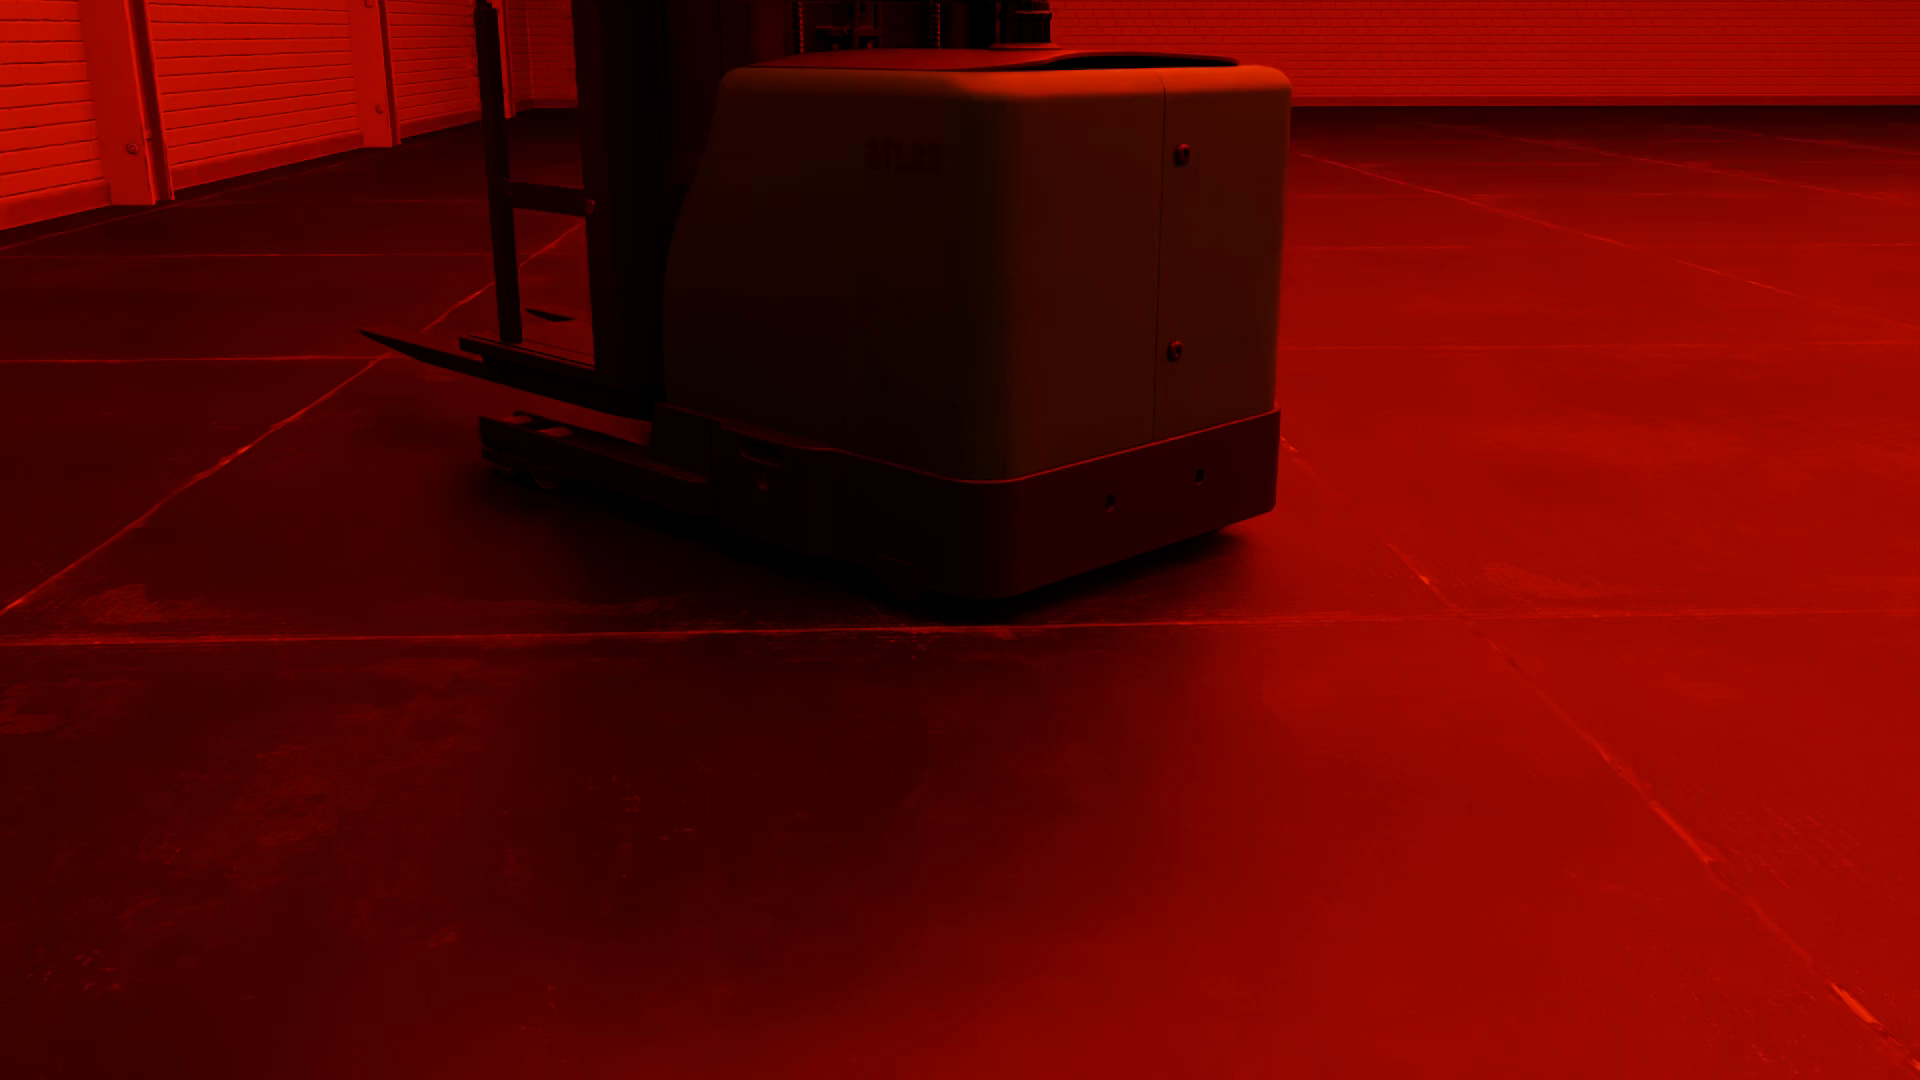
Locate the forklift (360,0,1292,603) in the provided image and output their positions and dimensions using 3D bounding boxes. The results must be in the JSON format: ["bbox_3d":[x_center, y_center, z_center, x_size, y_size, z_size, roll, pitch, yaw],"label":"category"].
[{"bbox_3d":[-0.646,-1.625,4.220,1.130,2.935,3.031,-16,23,-42],"label":"forklift"}]
